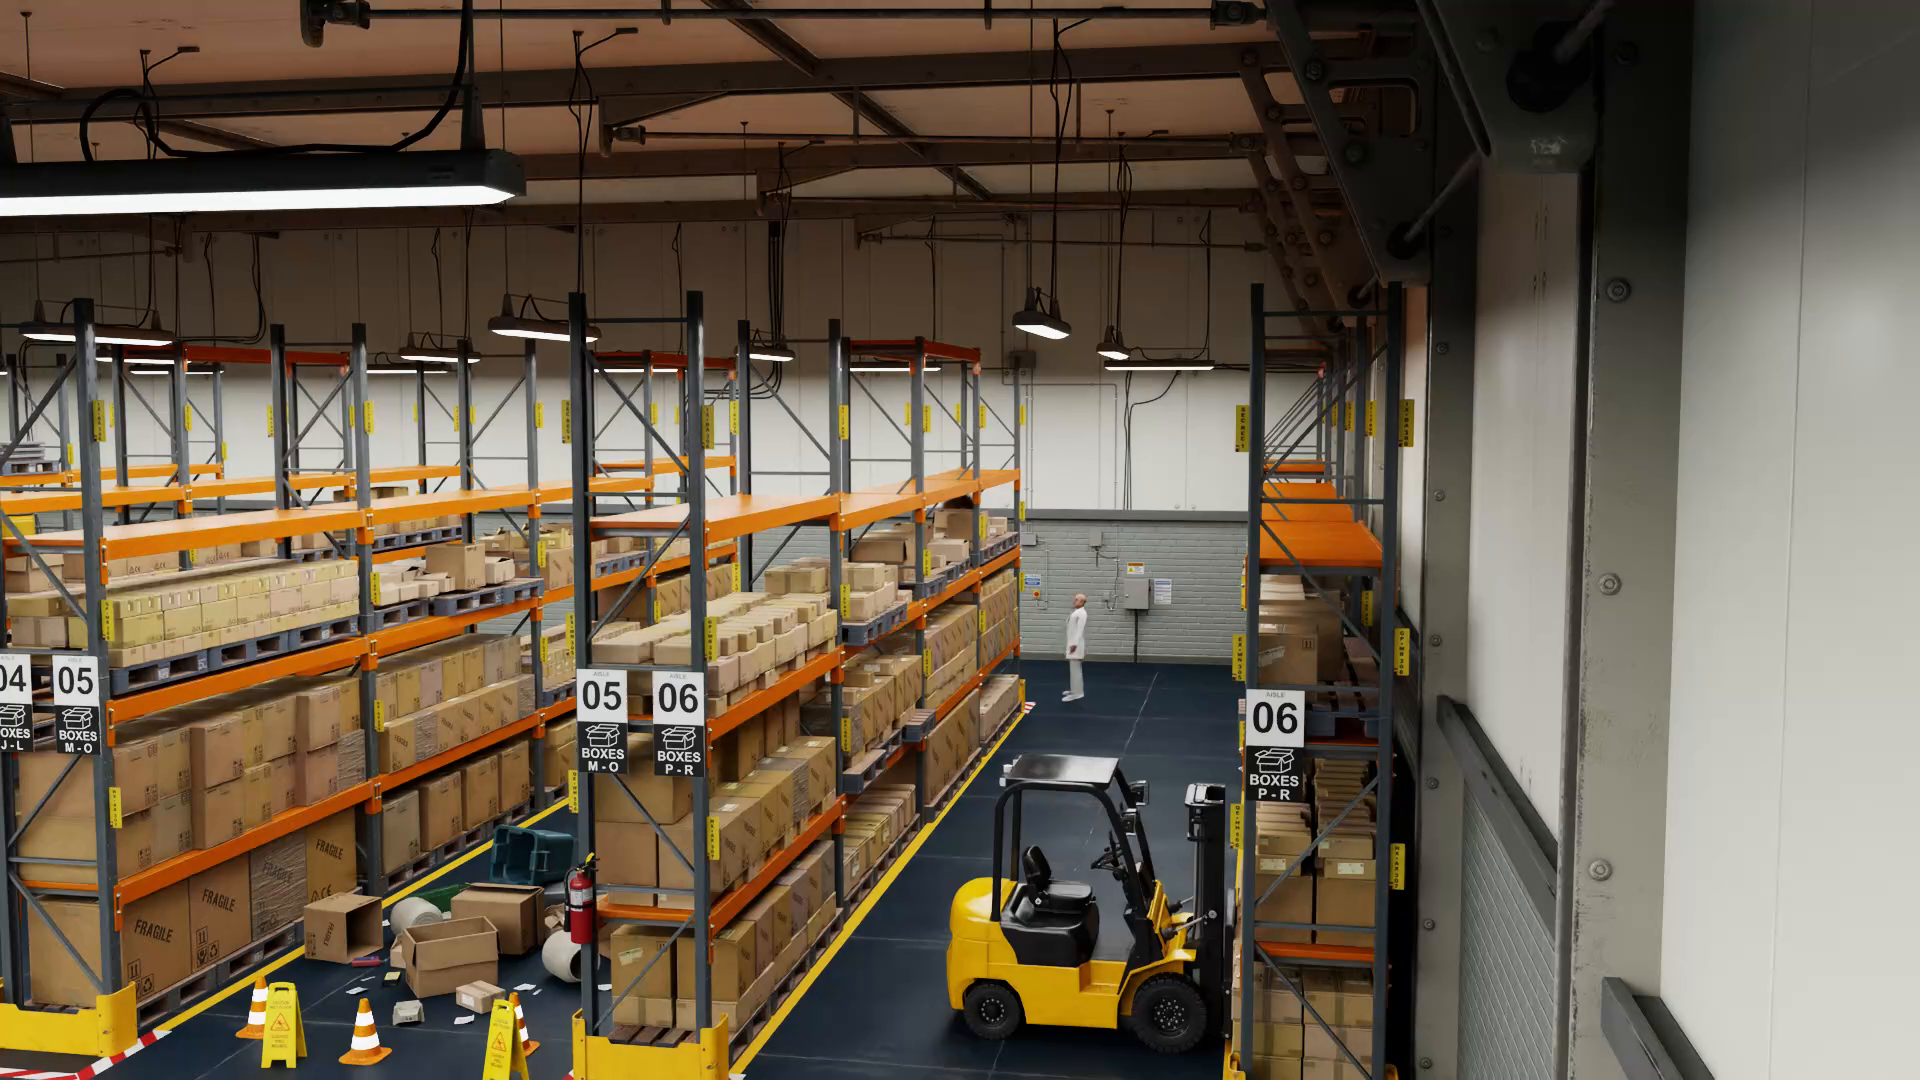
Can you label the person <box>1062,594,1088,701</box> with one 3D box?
[{"bbox_3d":[1.964,1.827,28.491,0.435,1.806,0.662,0,5,4],"label":"person"}]
